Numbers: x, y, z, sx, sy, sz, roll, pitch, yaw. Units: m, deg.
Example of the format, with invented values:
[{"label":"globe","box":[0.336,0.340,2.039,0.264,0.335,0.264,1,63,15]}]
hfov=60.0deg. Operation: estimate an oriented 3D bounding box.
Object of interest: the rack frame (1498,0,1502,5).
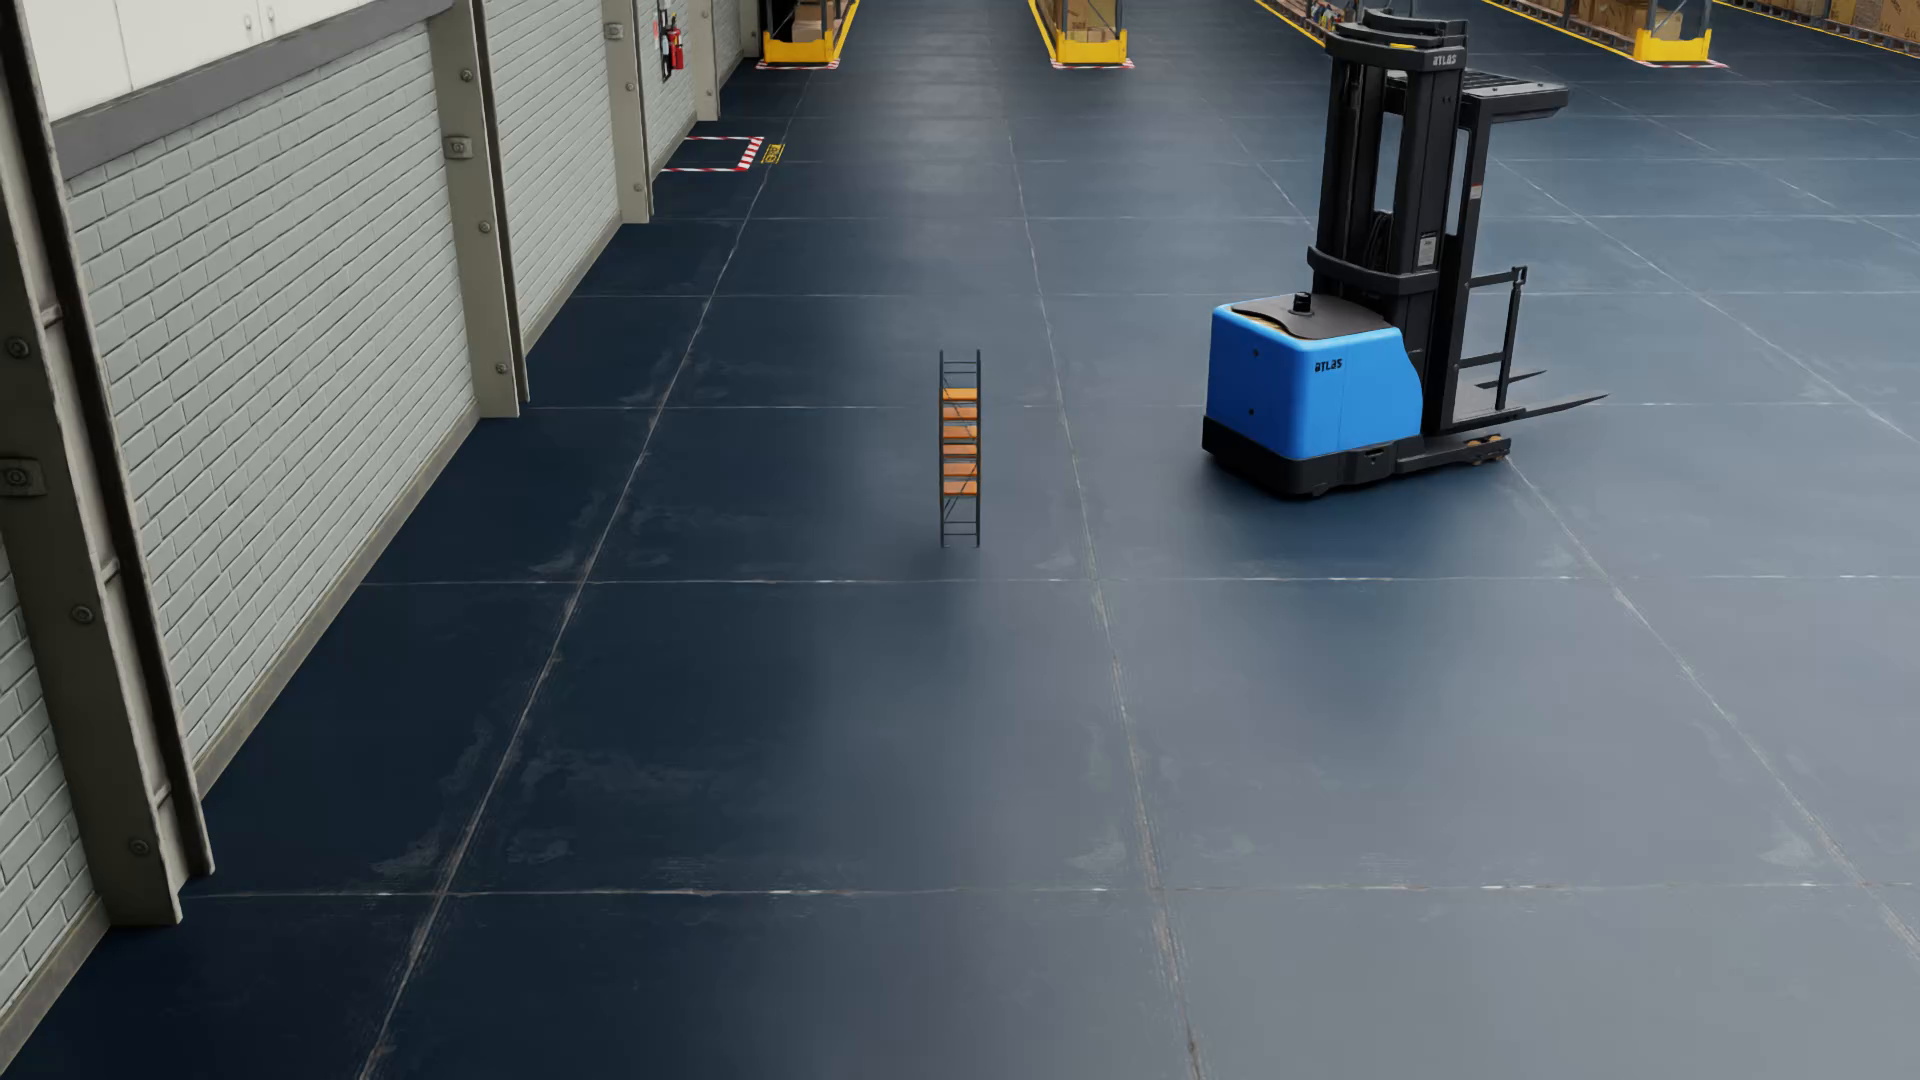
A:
[{"label":"rack frame","box":[12.036,-12.847,35.015,1.000,3.000,0.127,0,24,-1]}]

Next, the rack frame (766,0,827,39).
[{"label":"rack frame","box":[-2.736,-9.483,27.578,1.000,3.000,0.127,0,24,-1]}]

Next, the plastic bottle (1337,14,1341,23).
[{"label":"plastic bottle","box":[6.843,-9.350,30.046,0.061,0.283,0.133,0,24,-1]}]

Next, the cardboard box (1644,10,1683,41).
[{"label":"cardboard box","box":[12.133,-8.860,28.724,0.500,0.500,0.500,4,25,9]}]

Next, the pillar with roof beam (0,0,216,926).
[{"label":"pillar with roof beam","box":[0.958,-2.631,5.148,9.100,9.000,0.400,0,24,-1]}]

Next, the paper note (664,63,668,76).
[{"label":"paper note","box":[-3.621,-5.803,20.509,0.016,0.148,0.142,0,24,-1]}]

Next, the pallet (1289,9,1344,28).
[{"label":"pallet","box":[7.080,-10.229,32.611,1.003,0.211,1.213,0,24,-1]}]

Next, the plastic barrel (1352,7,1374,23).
[{"label":"plastic barrel","box":[7.081,-9.063,29.159,0.421,0.512,0.421,0,24,0]}]

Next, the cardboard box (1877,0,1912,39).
[{"label":"cardboard box","box":[16.999,-9.396,29.453,0.875,0.875,0.875,-1,24,-1]}]

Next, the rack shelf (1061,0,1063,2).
[{"label":"rack shelf","box":[2.196,-10.004,29.601,1.077,0.370,4.000,0,24,-1]}]

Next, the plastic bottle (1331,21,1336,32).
[{"label":"plastic bottle","box":[6.712,-9.208,29.832,0.097,0.201,0.097,0,24,0]}]

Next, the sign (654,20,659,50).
[{"label":"sign","box":[-3.651,-6.065,19.977,0.001,0.329,0.234,0,24,-1]}]

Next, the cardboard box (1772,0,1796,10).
[{"label":"cardboard box","box":[16.937,-10.998,33.148,1.050,0.750,0.750,0,24,-1]}]

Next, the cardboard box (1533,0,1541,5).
[{"label":"cardboard box","box":[12.095,-11.170,33.807,0.700,0.500,0.500,2,24,4]}]

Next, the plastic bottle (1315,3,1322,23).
[{"label":"plastic bottle","box":[6.721,-9.835,31.037,0.144,0.351,0.185,0,24,1]}]

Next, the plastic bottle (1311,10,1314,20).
[{"label":"plastic bottle","box":[6.693,-9.927,31.420,0.097,0.201,0.097,0,24,0]}]

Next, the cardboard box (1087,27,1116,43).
[{"label":"cardboard box","box":[2.434,-8.668,28.602,0.500,0.250,0.500,0,24,-1]}]

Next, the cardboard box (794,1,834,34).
[{"label":"cardboard box","box":[-2.618,-9.368,29.822,0.700,0.500,0.500,-2,24,-4]}]

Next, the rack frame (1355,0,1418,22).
[{"label":"rack frame","box":[7.171,-9.528,27.677,1.000,3.000,0.127,0,24,-1]}]

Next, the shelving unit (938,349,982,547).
[{"label":"shelving unit","box":[0.000,-0.541,9.990,0.258,1.200,0.189,0,24,-1]}]

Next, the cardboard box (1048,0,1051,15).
[{"label":"cardboard box","box":[1.877,-9.831,30.264,0.500,0.500,0.500,0,24,-1]}]

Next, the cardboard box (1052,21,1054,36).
[{"label":"cardboard box","box":[1.891,-9.077,29.508,0.500,0.250,0.500,0,24,-1]}]

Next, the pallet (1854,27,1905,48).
[{"label":"pallet","box":[16.987,-9.091,30.094,1.003,0.211,1.213,0,24,-1]}]

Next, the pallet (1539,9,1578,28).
[{"label":"pallet","box":[12.070,-10.249,32.654,1.003,0.211,1.213,0,24,-1]}]

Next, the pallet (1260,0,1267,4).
[{"label":"pallet","box":[7.033,-11.879,36.258,1.003,0.211,1.213,0,24,-1]}]

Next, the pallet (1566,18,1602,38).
[{"label":"pallet","box":[12.122,-9.651,31.334,1.003,0.211,1.213,0,24,-1]}]

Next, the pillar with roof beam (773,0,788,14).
[{"label":"pillar with roof beam","box":[0.631,-14.993,32.481,9.100,9.000,0.400,0,24,-1]}]

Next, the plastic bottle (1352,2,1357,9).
[{"label":"plastic bottle","box":[7.422,-9.906,31.193,0.144,0.351,0.185,-1,24,-2]}]

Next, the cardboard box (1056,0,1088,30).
[{"label":"cardboard box","box":[1.914,-9.007,28.442,0.500,0.500,0.500,0,24,-1]}]

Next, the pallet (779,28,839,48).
[{"label":"pallet","box":[-2.721,-9.081,30.072,1.003,0.211,1.213,0,24,-1]}]

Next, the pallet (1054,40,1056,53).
[{"label":"pallet","box":[2.167,-8.552,28.902,1.003,0.211,1.213,0,24,-1]}]

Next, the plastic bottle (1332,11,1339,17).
[{"label":"plastic bottle","box":[6.875,-9.559,30.517,0.152,0.276,0.135,0,24,-1]}]

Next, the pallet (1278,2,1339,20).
[{"label":"pallet","box":[7.063,-10.733,33.725,1.003,0.211,1.213,0,24,-1]}]

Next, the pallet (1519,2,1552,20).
[{"label":"pallet","box":[12.053,-10.753,33.769,1.003,0.211,1.213,0,24,-1]}]

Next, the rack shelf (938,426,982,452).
[{"label":"rack shelf","box":[0.000,-0.610,9.958,0.258,0.103,0.180,0,24,-1]}]

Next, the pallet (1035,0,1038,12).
[{"label":"pallet","box":[2.100,-11.194,34.744,1.003,0.211,1.213,0,24,-1]}]

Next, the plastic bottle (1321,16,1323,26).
[{"label":"plastic bottle","box":[6.703,-9.573,30.638,0.097,0.201,0.097,0,24,0]}]

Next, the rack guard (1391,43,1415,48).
[{"label":"rack guard","box":[7.123,-8.420,28.261,1.175,0.500,0.348,0,24,-1]}]

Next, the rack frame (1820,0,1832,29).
[{"label":"rack frame","box":[17.040,-11.179,31.328,1.000,3.000,0.127,0,24,-1]}]

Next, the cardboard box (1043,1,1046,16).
[{"label":"cardboard box","box":[1.879,-10.264,32.130,0.500,0.250,0.500,0,24,-1]}]

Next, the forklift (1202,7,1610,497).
[{"label":"forklift","box":[3.218,-2.028,11.177,3.031,2.935,1.130,-12,27,-25]}]

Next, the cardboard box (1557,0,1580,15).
[{"label":"cardboard box","box":[12.094,-10.513,32.355,0.700,0.500,0.500,-2,24,-5]}]

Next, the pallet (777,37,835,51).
[{"label":"pallet","box":[-2.710,-8.579,28.963,1.003,0.211,1.213,0,24,-1]}]

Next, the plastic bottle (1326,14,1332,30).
[{"label":"plastic bottle","box":[6.735,-9.403,30.173,0.152,0.276,0.135,-1,24,-2]}]

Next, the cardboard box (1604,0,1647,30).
[{"label":"cardboard box","box":[12.143,-9.594,30.348,0.500,0.500,0.500,-2,24,-5]}]

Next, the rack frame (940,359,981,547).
[{"label":"rack frame","box":[0.001,-0.503,9.906,0.240,1.200,0.006,0,24,-1]}]

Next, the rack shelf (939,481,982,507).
[{"label":"rack shelf","box":[0.000,-0.282,10.107,0.258,0.103,0.180,0,24,-1]}]
